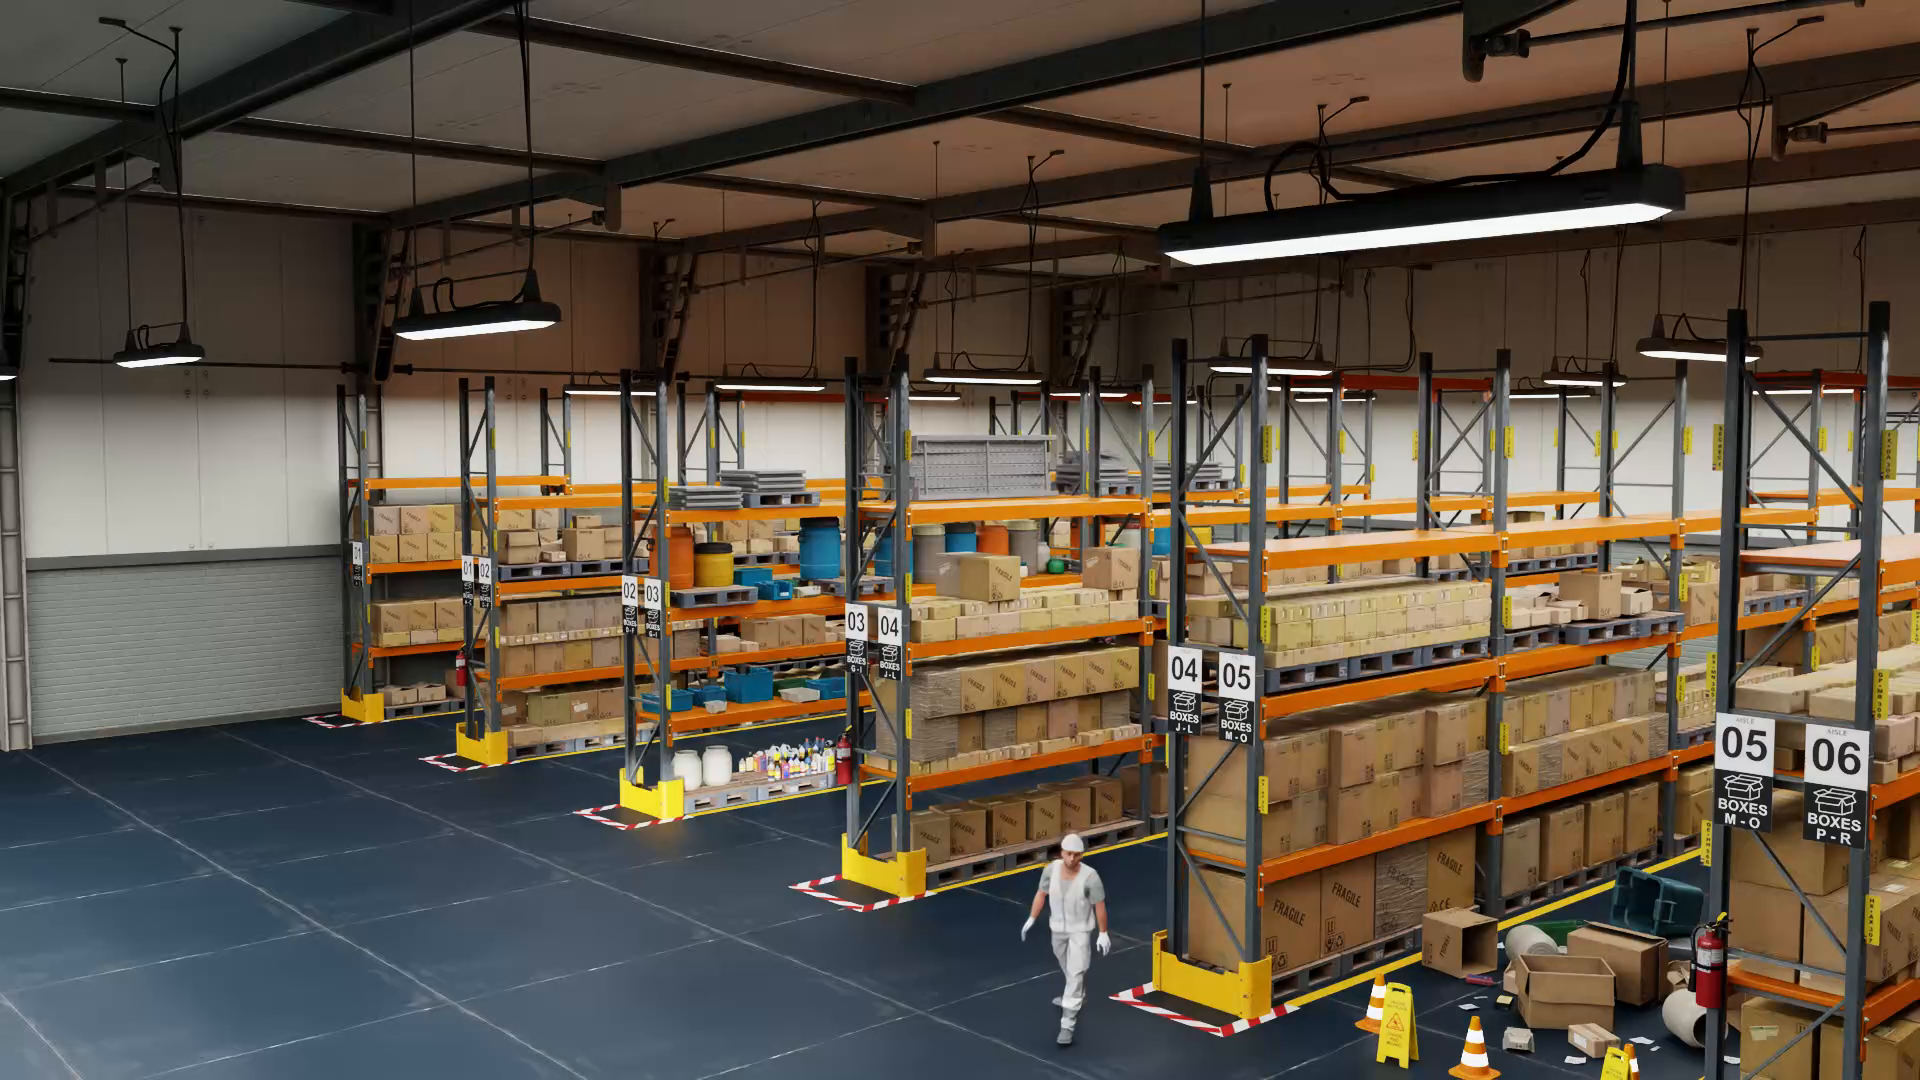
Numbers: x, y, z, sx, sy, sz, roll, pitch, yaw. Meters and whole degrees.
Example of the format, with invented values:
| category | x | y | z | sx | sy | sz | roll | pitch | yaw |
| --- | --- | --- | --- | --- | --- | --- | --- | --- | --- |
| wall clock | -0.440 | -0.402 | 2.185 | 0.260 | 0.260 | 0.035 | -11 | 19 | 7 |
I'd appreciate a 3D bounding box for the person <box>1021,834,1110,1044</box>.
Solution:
| category | x | y | z | sx | sy | sz | roll | pitch | yaw |
| --- | --- | --- | --- | --- | --- | --- | --- | --- | --- |
| person | 0.950 | 3.353 | 14.342 | 0.688 | 1.728 | 0.997 | 2 | 4 | 29 |
